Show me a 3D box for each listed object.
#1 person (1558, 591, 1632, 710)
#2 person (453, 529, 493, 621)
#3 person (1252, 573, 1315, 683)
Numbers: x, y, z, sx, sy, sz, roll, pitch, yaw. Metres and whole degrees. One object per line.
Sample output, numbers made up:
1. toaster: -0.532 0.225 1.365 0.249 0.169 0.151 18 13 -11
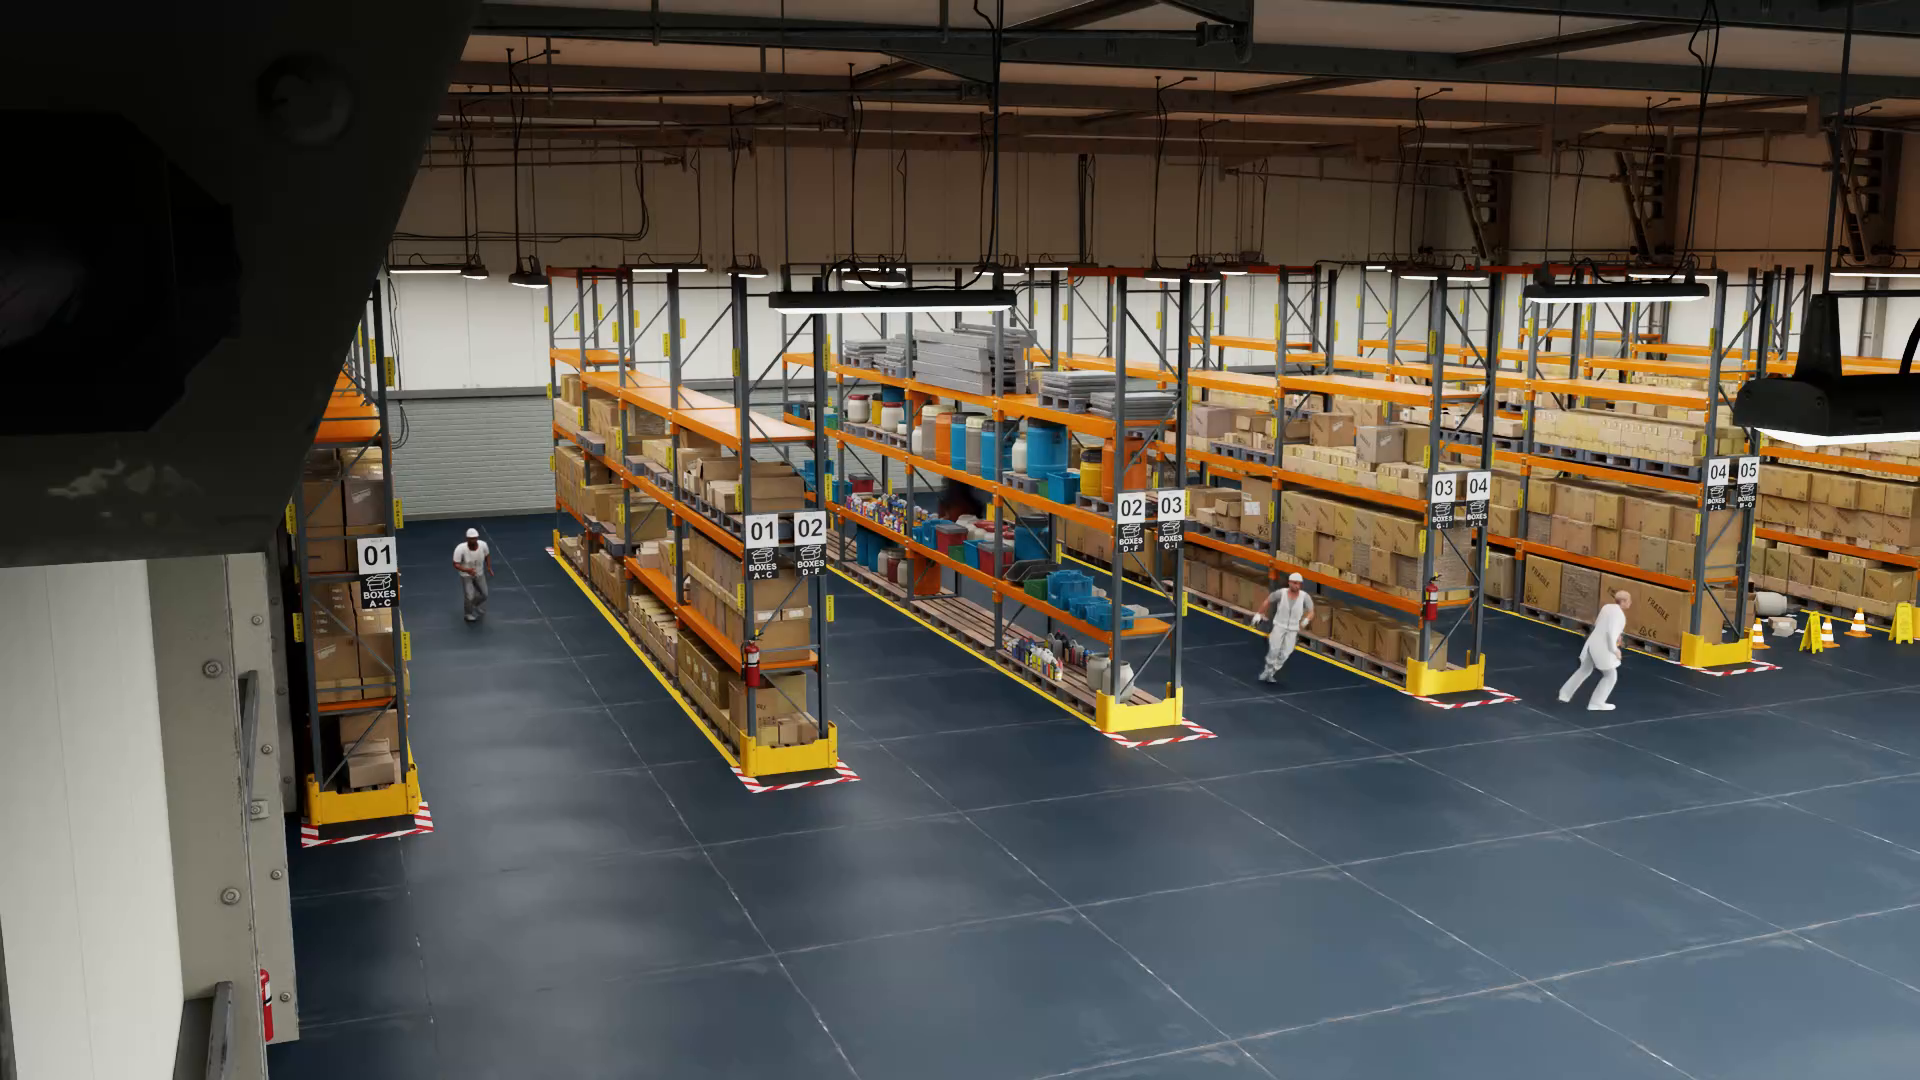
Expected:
1. person: 8.834 1.523 23.052 0.924 1.690 0.743 -1 10 -3
2. person: -8.352 0.594 28.516 0.702 1.649 0.762 -8 13 -38
3. person: 4.771 1.299 24.380 0.861 1.673 0.692 0 10 -2
